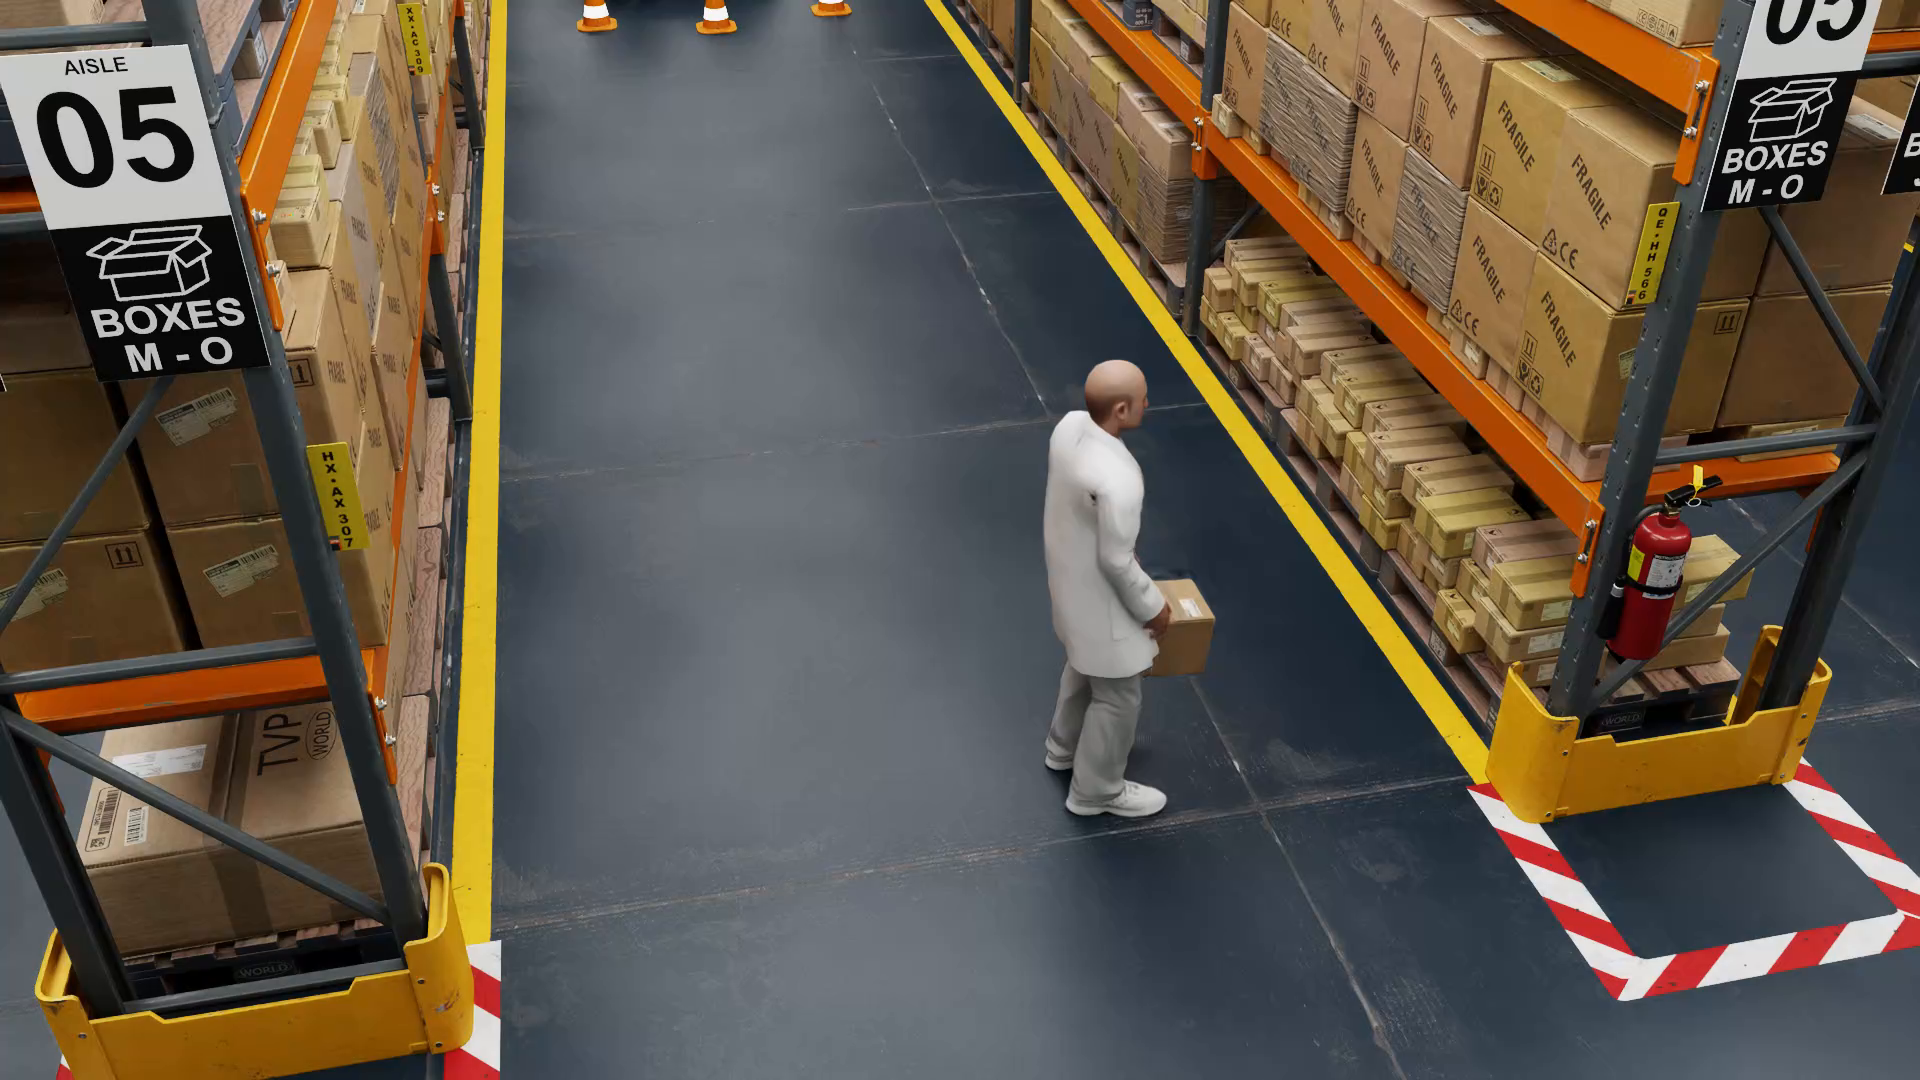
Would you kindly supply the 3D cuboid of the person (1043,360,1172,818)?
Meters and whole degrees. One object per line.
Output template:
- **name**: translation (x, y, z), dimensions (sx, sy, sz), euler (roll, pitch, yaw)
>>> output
- **person**: translation (4.840, -3.929, 11.997), dimensions (12.384, 1.779, 12.739), euler (-8, 35, -12)
